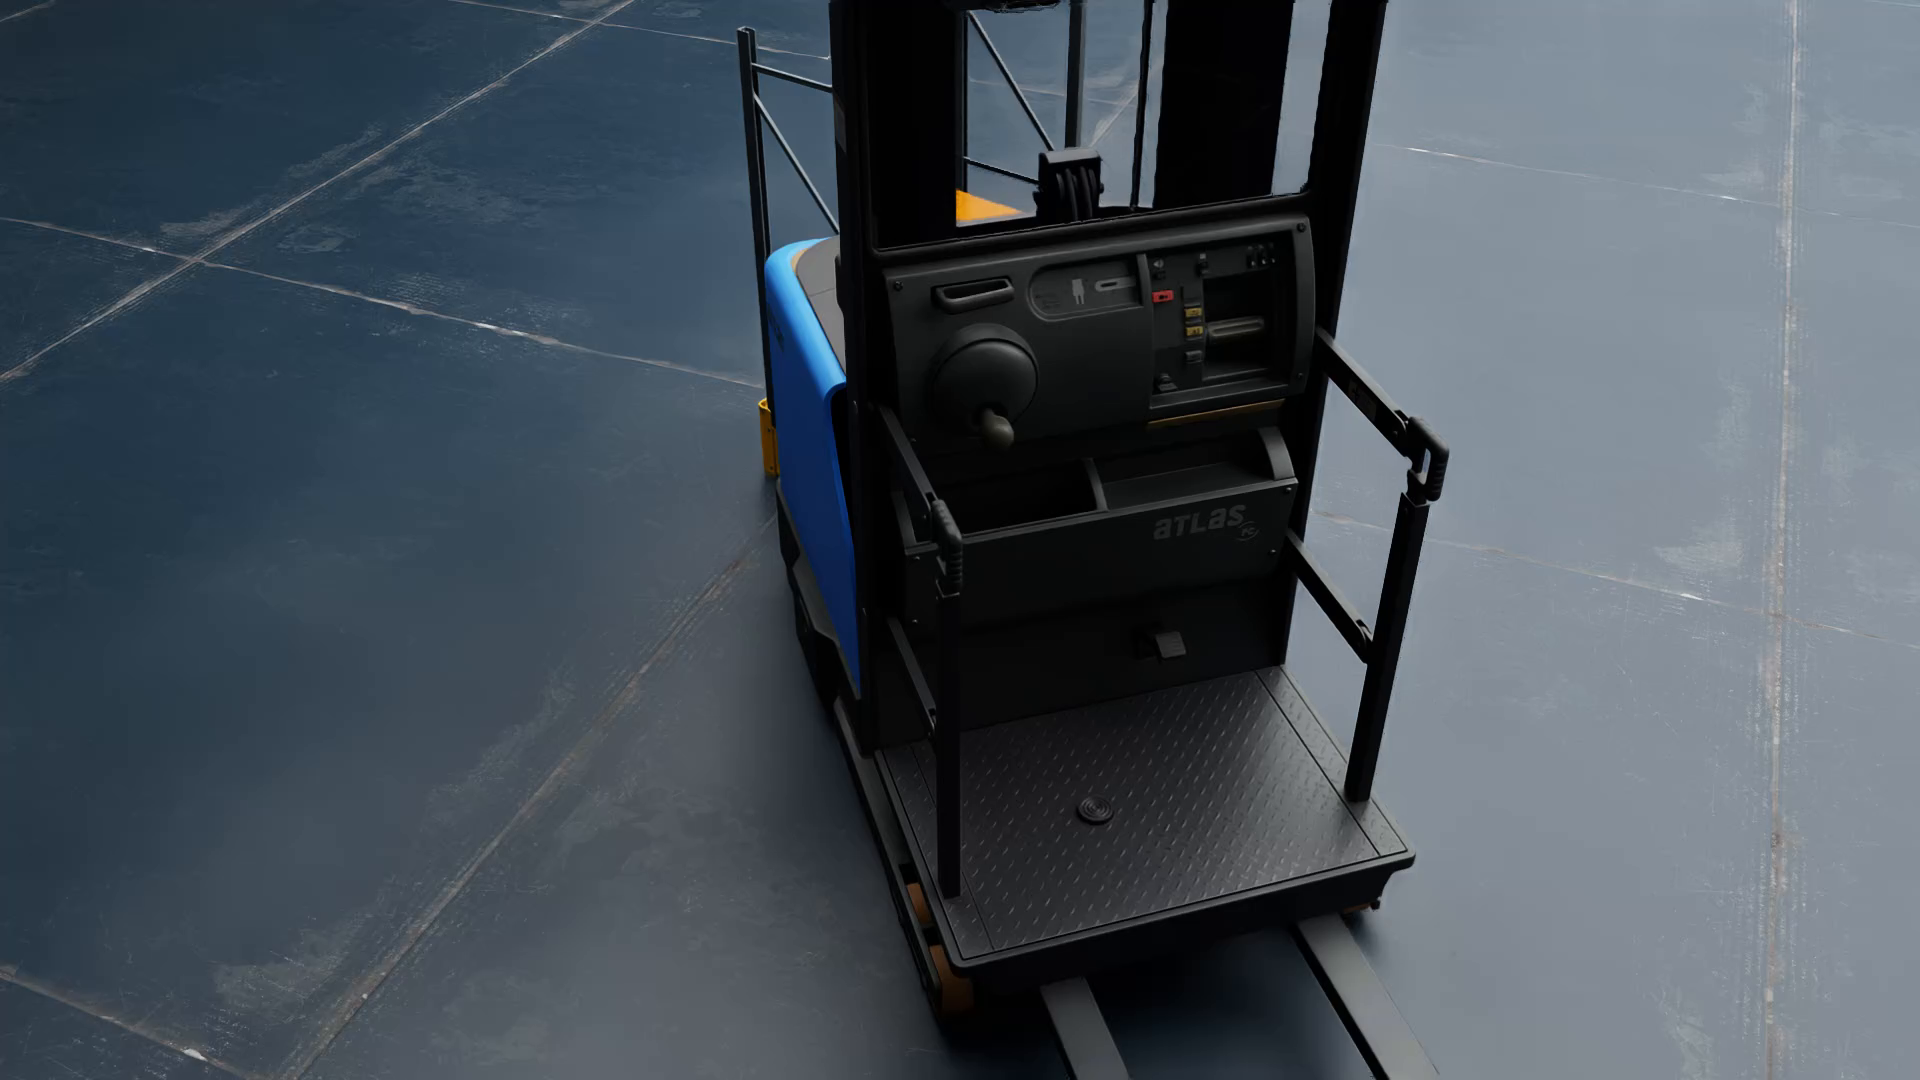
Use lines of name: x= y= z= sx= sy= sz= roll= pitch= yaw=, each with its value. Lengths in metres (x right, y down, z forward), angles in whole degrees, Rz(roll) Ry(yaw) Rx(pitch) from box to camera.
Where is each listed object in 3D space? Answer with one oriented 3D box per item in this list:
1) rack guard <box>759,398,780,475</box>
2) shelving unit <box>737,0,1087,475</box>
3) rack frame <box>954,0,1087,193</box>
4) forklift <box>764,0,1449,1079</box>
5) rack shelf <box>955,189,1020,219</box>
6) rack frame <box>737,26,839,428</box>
rack guard: x=-0.404 y=-0.259 z=5.387 sx=0.587 sy=0.250 sz=0.087 roll=24 pitch=43 yaw=28
shelving unit: x=-0.111 y=-1.000 z=5.335 sx=0.587 sy=1.500 sz=1.083 roll=24 pitch=43 yaw=28
rack frame: x=0.184 y=-1.241 z=5.658 sx=0.500 sy=1.500 sz=0.032 roll=24 pitch=43 yaw=28
forklift: x=0.369 y=-0.362 z=3.286 sx=1.130 sy=2.935 sz=3.031 roll=-10 pitch=38 yaw=-14
rack shelf: x=-0.116 y=-0.852 z=5.437 sx=0.538 sy=0.185 sz=1.000 roll=24 pitch=43 yaw=28
rack frame: x=-0.416 y=-0.750 z=5.000 sx=0.500 sy=1.500 sz=0.032 roll=24 pitch=43 yaw=28
